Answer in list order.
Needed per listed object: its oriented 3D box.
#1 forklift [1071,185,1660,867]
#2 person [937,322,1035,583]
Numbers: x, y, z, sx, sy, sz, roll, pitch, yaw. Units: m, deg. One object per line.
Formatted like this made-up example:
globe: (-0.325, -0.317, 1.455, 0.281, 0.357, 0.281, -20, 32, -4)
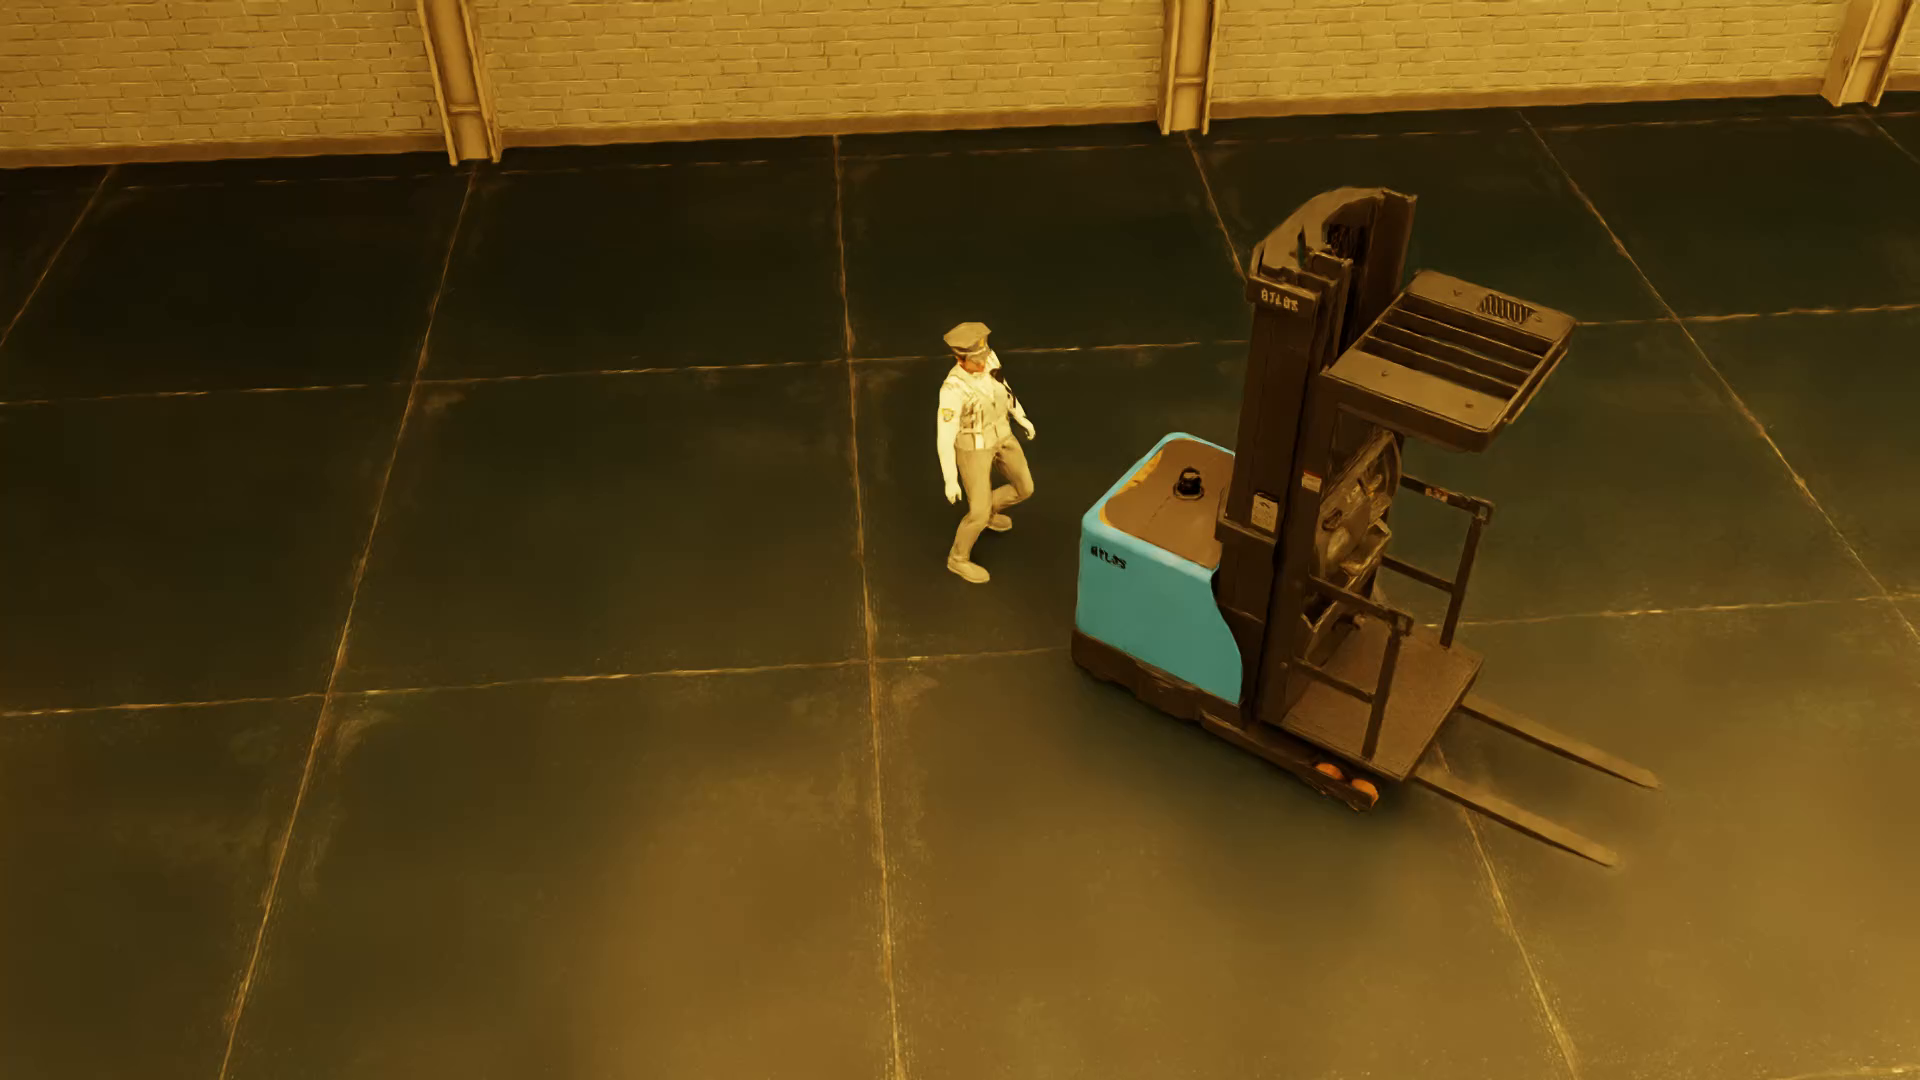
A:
forklift: (2.119, -0.115, 8.073, 3.031, 2.935, 1.130, 25, 46, 26)
person: (0.120, -0.527, 9.591, 0.444, 1.578, 0.740, 31, 49, 31)
